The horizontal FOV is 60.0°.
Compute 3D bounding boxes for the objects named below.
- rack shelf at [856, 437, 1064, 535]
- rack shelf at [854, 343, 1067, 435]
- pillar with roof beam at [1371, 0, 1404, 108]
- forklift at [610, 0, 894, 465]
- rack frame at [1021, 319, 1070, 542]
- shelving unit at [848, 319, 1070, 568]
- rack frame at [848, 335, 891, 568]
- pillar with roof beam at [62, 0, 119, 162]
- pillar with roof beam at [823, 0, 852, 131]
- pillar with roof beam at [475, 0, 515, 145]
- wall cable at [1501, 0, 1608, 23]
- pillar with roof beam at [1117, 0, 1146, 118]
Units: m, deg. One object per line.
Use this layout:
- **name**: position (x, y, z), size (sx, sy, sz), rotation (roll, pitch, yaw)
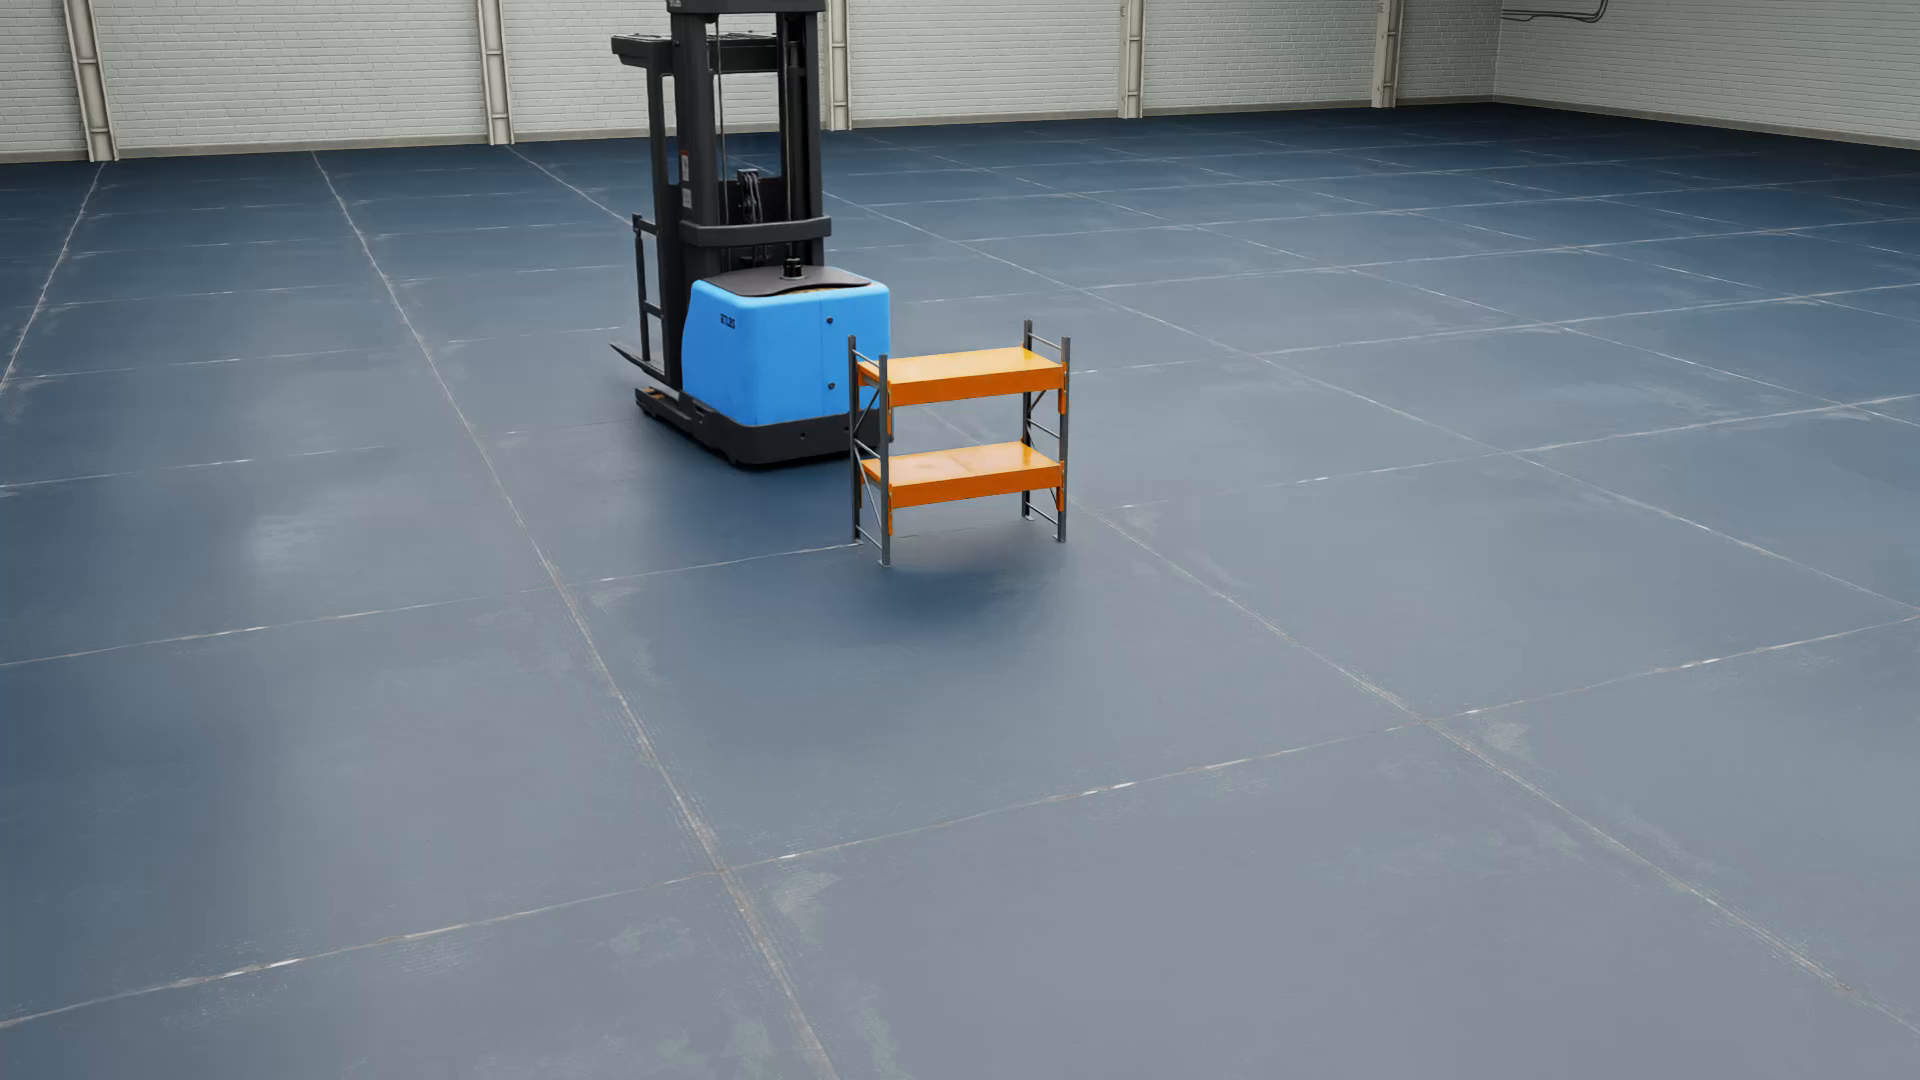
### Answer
- **rack shelf**: position (-0.006, -0.299, 8.914), size (1.000, 0.278, 0.538), rotation (-8, 21, -22)
- **rack shelf**: position (-0.006, -0.806, 8.735), size (1.000, 0.278, 0.538), rotation (-8, 21, -22)
- **pillar with roof beam**: position (10.523, -11.962, 29.445), size (0.400, 9.000, 9.100), rotation (-8, 21, -22)
- **forklift**: position (-1.596, -2.283, 11.094), size (1.130, 2.935, 3.031), rotation (-11, 22, -28)
- **rack frame**: position (0.461, -0.597, 9.023), size (0.032, 1.125, 0.500), rotation (-8, 21, -22)
- **shelving unit**: position (-0.006, -0.530, 8.833), size (1.048, 1.125, 0.538), rotation (-8, 21, -22)
- **rack frame**: position (-0.473, -0.463, 8.643), size (0.032, 1.125, 0.500), rotation (-8, 21, -22)
- **pillar with roof beam**: position (-11.514, -8.805, 20.478), size (0.400, 9.000, 9.100), rotation (-8, 21, -22)
- **pillar with roof beam**: position (-0.496, -10.383, 24.962), size (0.400, 9.000, 9.100), rotation (-8, 21, -22)
- **pillar with roof beam**: position (-6.005, -9.594, 22.720), size (0.400, 9.000, 9.100), rotation (-8, 21, -22)
- **wall cable**: position (12.046, -11.794, 33.645), size (0.112, 2.526, 3.097), rotation (-8, 21, -22)
- **pillar with roof beam**: position (5.014, -11.173, 27.204), size (0.400, 9.000, 9.100), rotation (-8, 21, -22)
